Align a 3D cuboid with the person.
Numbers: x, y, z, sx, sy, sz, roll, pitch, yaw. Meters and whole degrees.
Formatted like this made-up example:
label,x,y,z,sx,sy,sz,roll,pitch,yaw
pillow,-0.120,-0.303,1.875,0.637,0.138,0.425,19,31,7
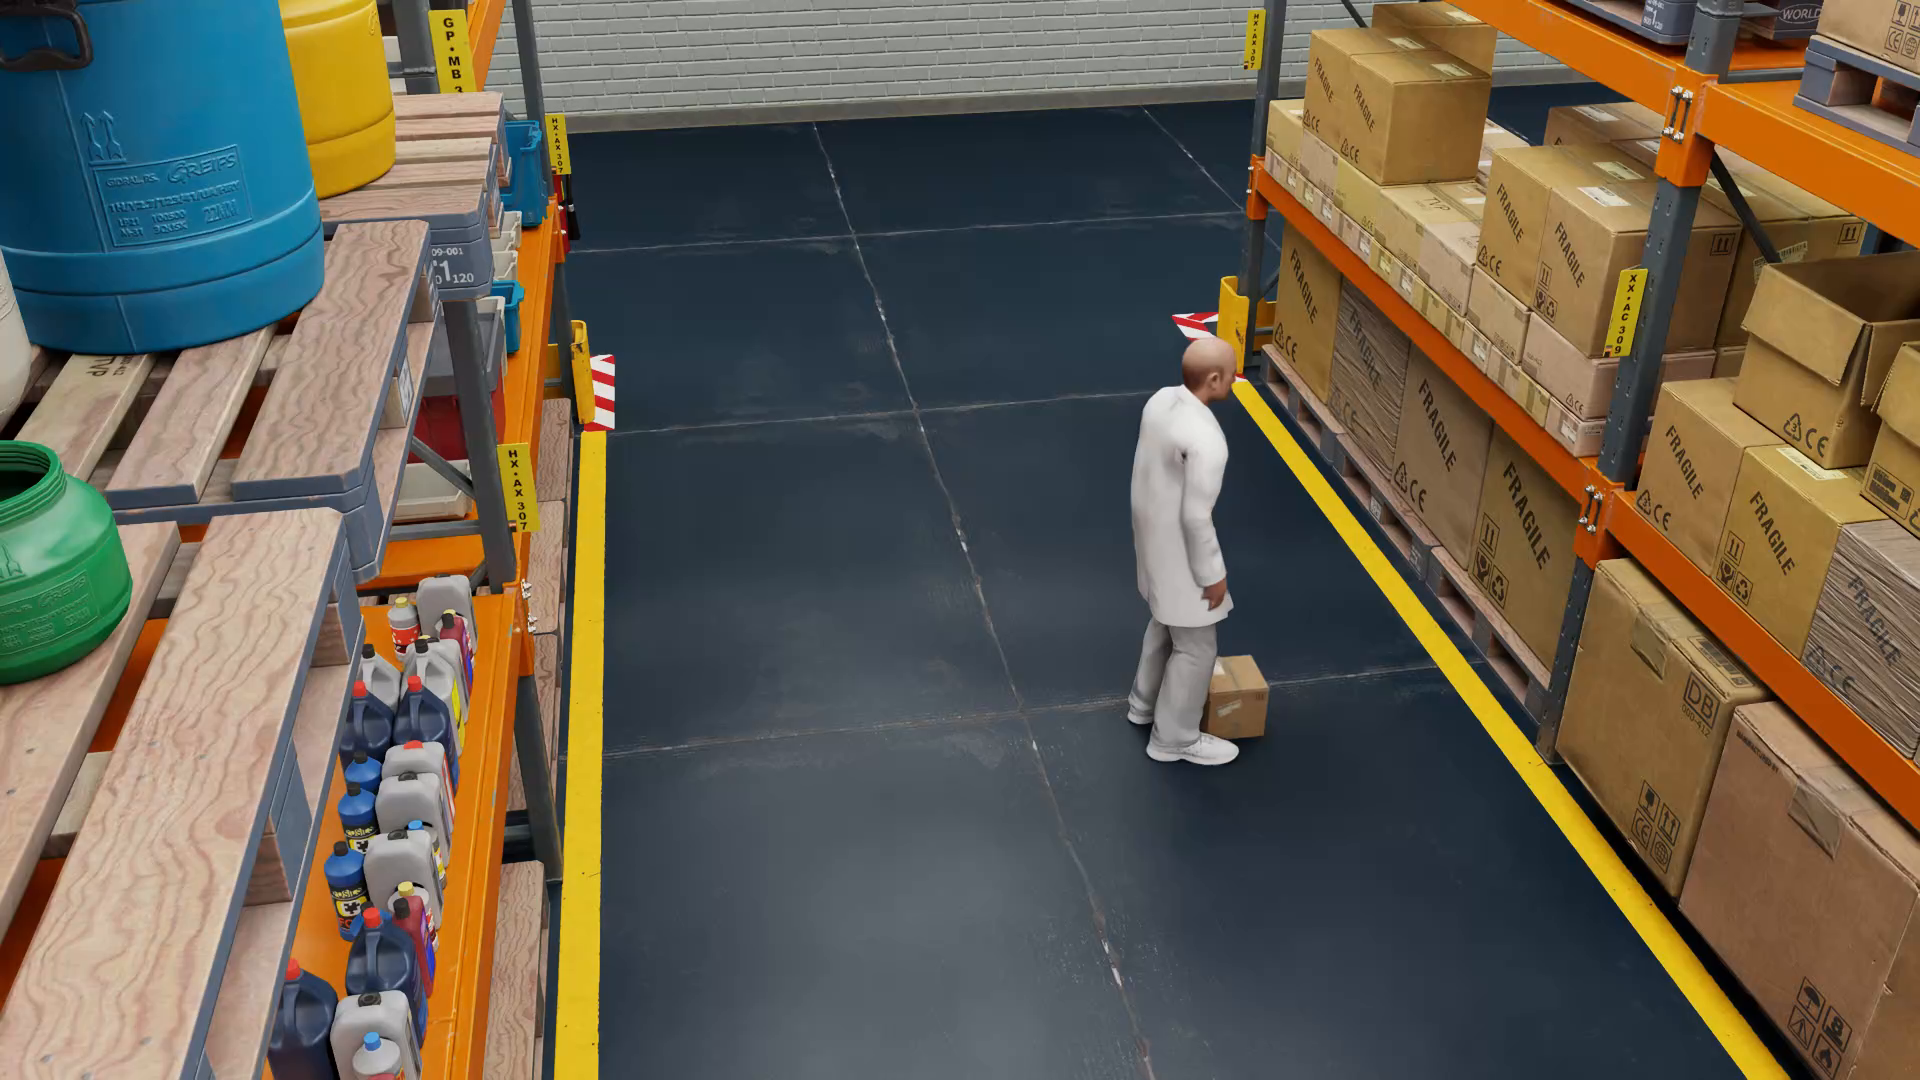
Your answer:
label,x,y,z,sx,sy,sz,roll,pitch,yaw
person,0.889,0.086,6.618,0.427,1.654,0.633,-6,31,-11
